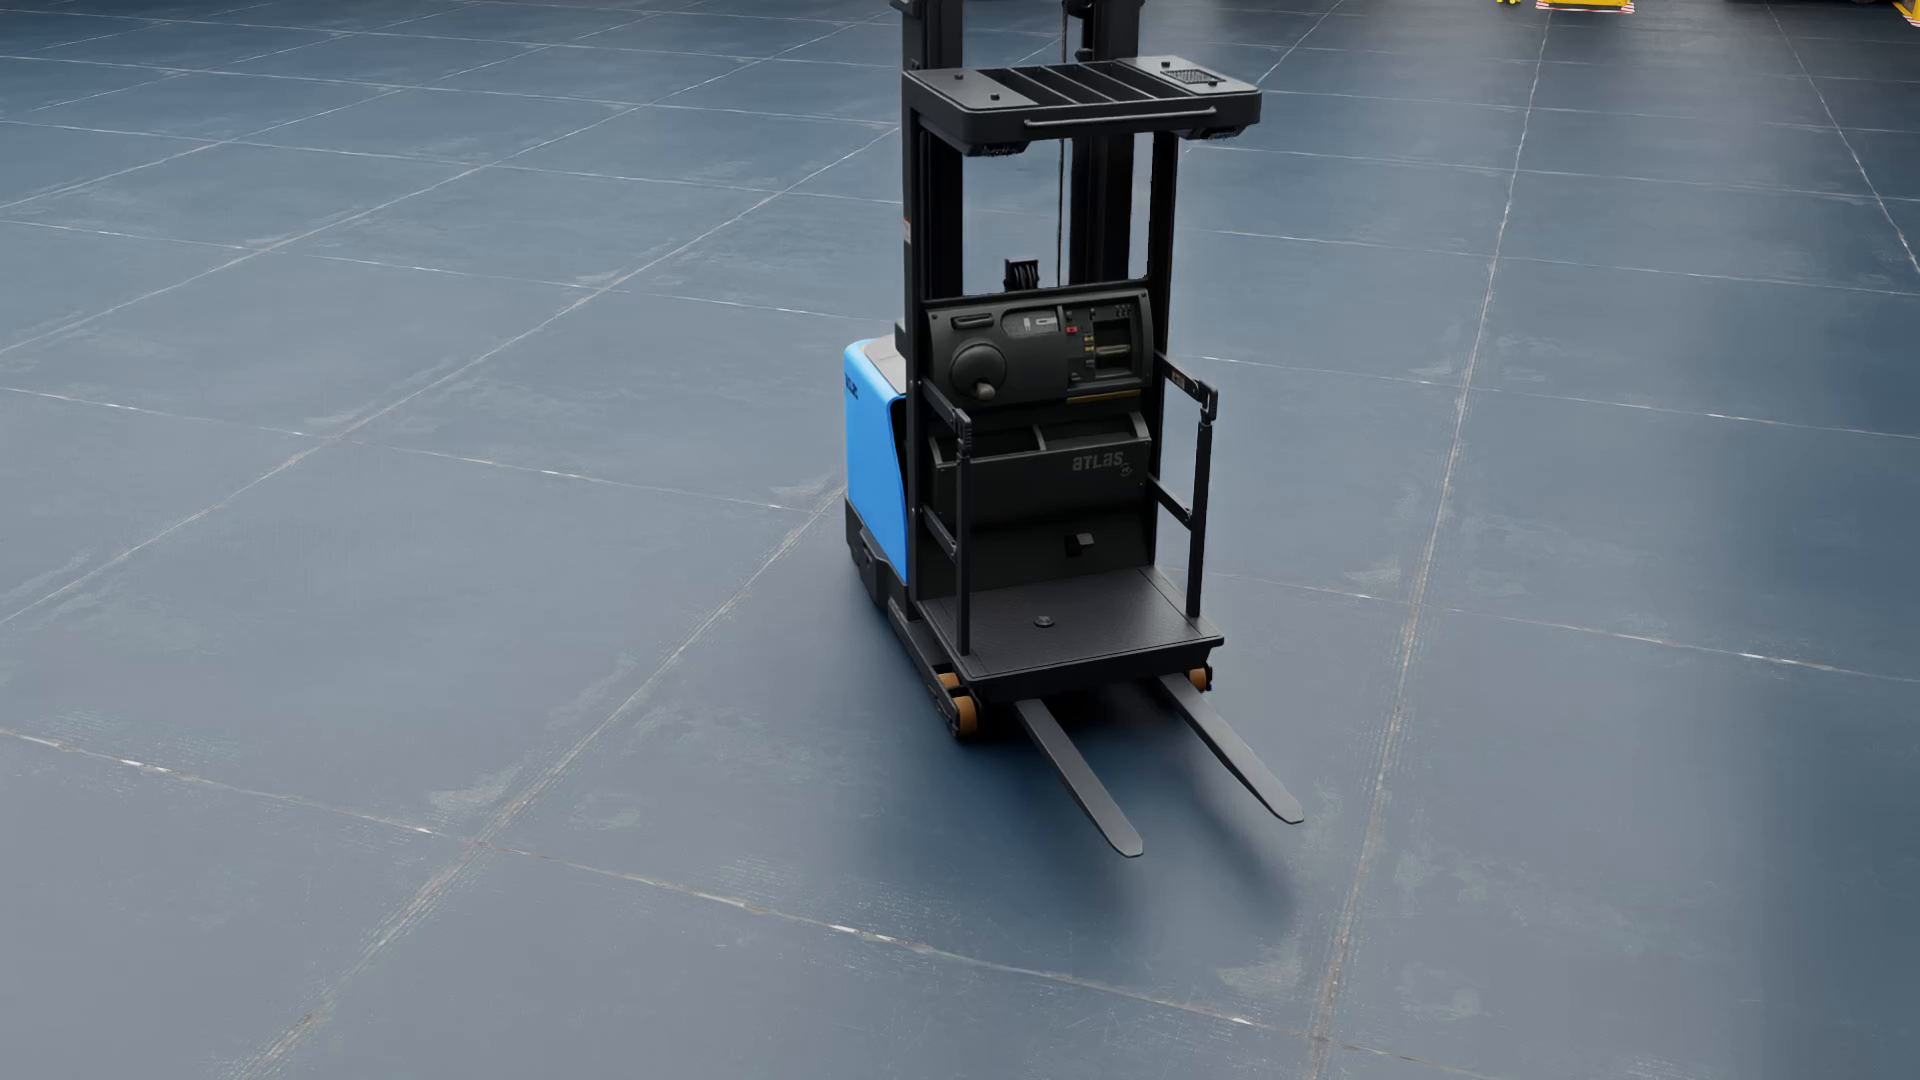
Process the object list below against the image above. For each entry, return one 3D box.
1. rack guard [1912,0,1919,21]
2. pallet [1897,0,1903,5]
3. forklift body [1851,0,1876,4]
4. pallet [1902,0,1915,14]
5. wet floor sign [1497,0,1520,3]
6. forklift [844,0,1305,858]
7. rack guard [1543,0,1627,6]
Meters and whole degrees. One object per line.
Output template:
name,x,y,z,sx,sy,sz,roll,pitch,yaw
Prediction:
rack guard,13.962,-7.477,23.118,1.175,0.500,0.348,9,27,17
pallet,14.593,-8.177,24.895,1.003,0.211,1.213,9,27,17
forklift body,12.881,-9.273,24.935,2.313,2.155,1.214,9,27,17
pallet,14.185,-7.677,23.863,1.003,0.211,1.213,9,27,17
wet floor sign,8.216,-8.347,24.750,0.267,0.644,0.232,20,32,35
forklift,0.396,-0.731,6.397,1.130,2.935,3.031,-8,27,-17
rack guard,9.313,-8.236,24.687,1.175,0.500,0.348,9,27,17
